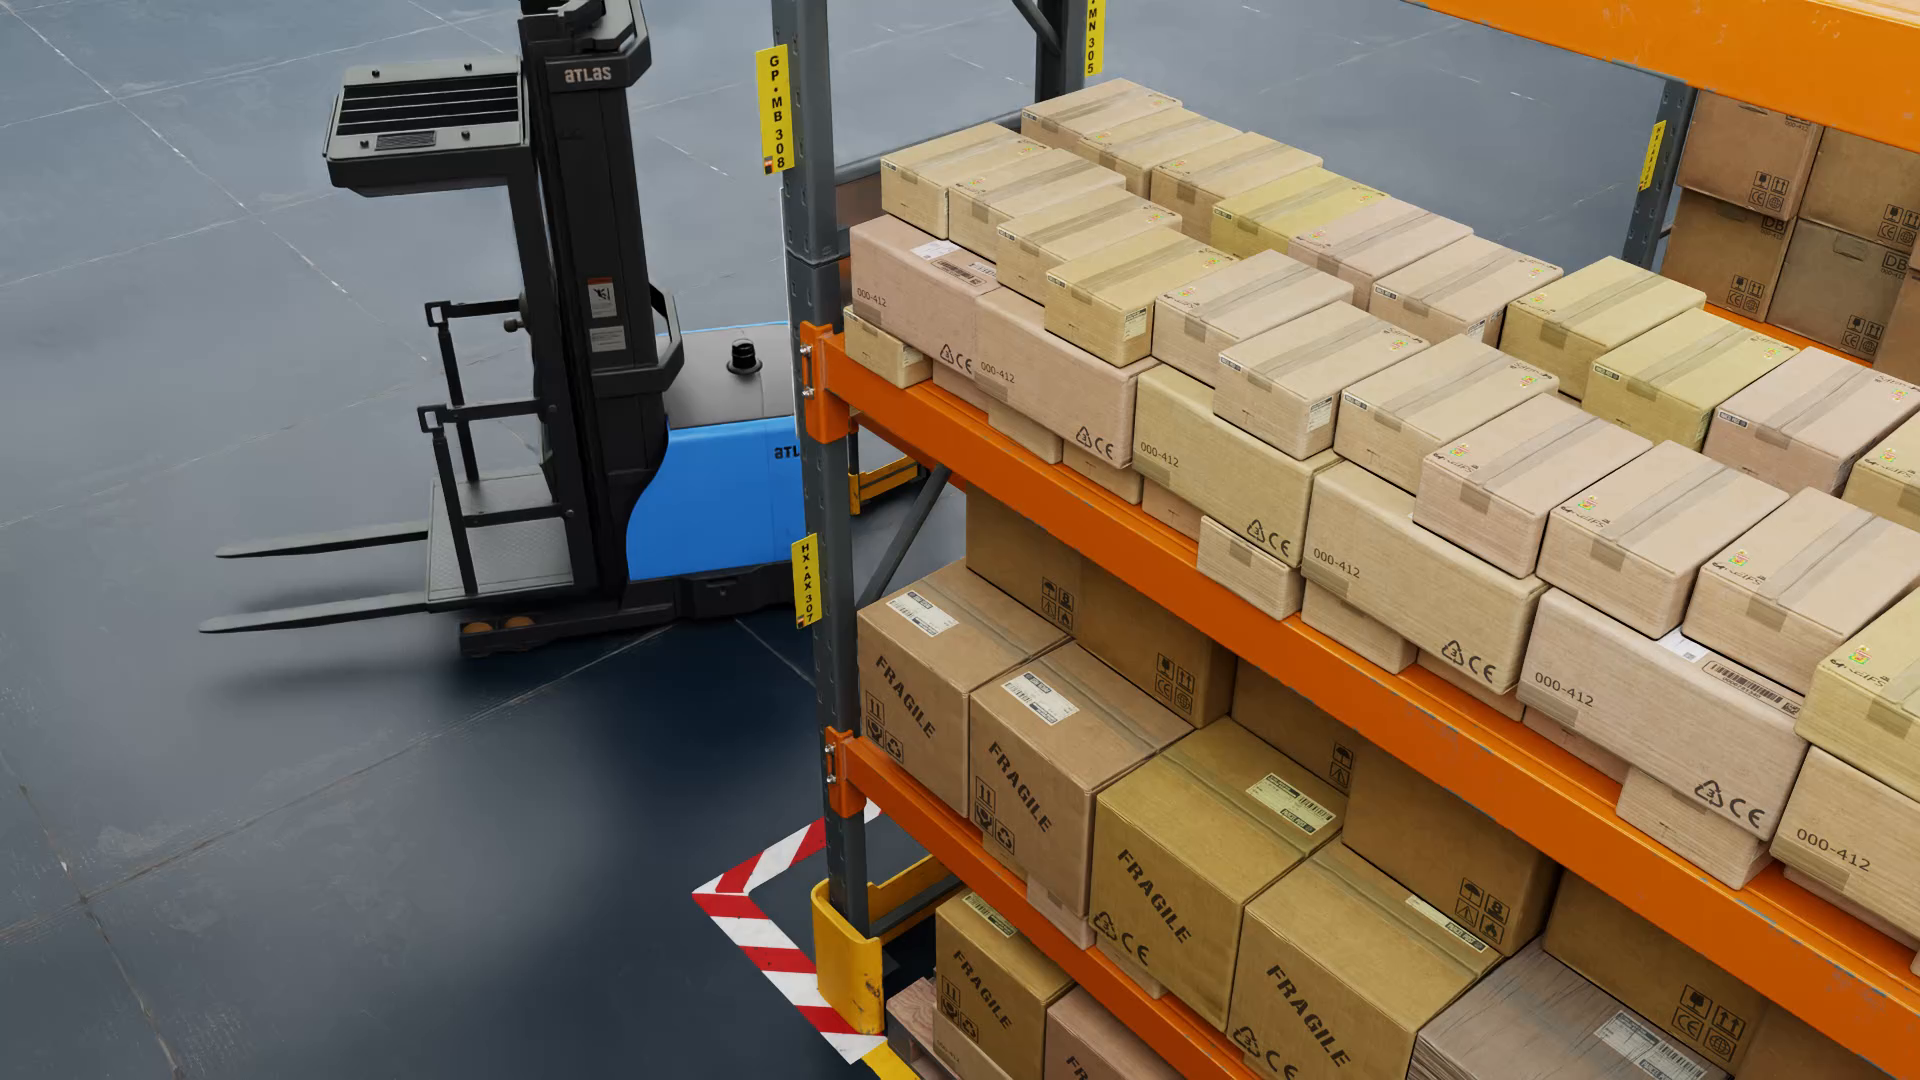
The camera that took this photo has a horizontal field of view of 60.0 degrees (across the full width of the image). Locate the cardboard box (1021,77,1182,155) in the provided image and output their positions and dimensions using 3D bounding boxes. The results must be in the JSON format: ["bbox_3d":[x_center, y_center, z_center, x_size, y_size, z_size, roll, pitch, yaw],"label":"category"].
[{"bbox_3d":[0.389,-1.129,4.582,0.380,0.149,0.250,-26,43,-31],"label":"cardboard box"}]

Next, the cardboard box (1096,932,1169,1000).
[{"bbox_3d":[0.610,1.093,4.730,0.380,0.149,0.250,-25,42,-31],"label":"cardboard box"}]

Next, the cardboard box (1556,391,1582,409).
[{"bbox_3d":[1.471,-0.208,3.627,0.500,0.250,0.500,-26,43,-31],"label":"cardboard box"}]

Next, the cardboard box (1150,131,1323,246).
[{"bbox_3d":[0.705,-0.895,4.252,0.380,0.149,0.250,-27,43,-32],"label":"cardboard box"}]

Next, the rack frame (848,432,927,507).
[{"bbox_3d":[-0.383,-0.874,8.588,0.500,1.500,0.032,-26,43,-32],"label":"rack frame"}]

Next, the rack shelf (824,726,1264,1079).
[{"bbox_3d":[1.236,1.455,4.623,1.077,0.370,4.000,-26,43,-32],"label":"rack shelf"}]

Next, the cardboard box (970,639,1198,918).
[{"bbox_3d":[0.376,0.657,4.785,0.500,0.500,0.500,-25,42,-30],"label":"cardboard box"}]

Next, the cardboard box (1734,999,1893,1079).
[{"bbox_3d":[2.095,0.966,3.483,0.700,0.500,0.500,-26,43,-32],"label":"cardboard box"}]

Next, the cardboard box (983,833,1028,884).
[{"bbox_3d":[0.289,0.862,5.056,0.380,0.149,0.250,-28,44,-33],"label":"cardboard box"}]

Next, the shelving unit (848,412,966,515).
[{"bbox_3d":[-0.049,-0.646,8.265,0.587,1.500,1.083,-26,43,-32],"label":"shelving unit"}]

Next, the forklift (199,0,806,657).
[{"bbox_3d":[-2.113,-0.977,7.495,3.031,2.935,1.130,-8,36,-11],"label":"forklift"}]

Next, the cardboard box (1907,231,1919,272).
[{"bbox_3d":[4.554,-1.429,7.010,0.875,0.550,0.550,-26,43,-32],"label":"cardboard box"}]

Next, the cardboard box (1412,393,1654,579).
[{"bbox_3d":[1.082,-0.110,3.143,0.380,0.149,0.250,-25,43,-31],"label":"cardboard box"}]

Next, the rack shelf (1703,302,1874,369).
[{"bbox_3d":[4.952,-0.436,7.293,1.077,0.370,4.000,-26,43,-32],"label":"rack shelf"}]

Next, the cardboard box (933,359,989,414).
[{"bbox_3d":[0.149,-0.493,4.374,0.380,0.149,0.250,-28,44,-33],"label":"cardboard box"}]

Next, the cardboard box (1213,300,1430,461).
[{"bbox_3d":[0.752,-0.338,3.466,0.380,0.149,0.250,-25,42,-31],"label":"cardboard box"}]

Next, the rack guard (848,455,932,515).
[{"bbox_3d":[-0.371,-0.356,8.937,0.587,0.250,0.087,-26,43,-32],"label":"rack guard"}]

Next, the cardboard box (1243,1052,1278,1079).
[{"bbox_3d":[0.974,1.315,4.417,0.380,0.149,0.250,-27,44,-33],"label":"cardboard box"}]

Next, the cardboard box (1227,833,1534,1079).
[{"bbox_3d":[1.040,1.103,4.155,0.500,0.500,0.500,-27,43,-33],"label":"cardboard box"}]

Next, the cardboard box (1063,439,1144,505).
[{"bbox_3d":[0.472,-0.263,4.049,0.380,0.149,0.250,-26,43,-32],"label":"cardboard box"}]

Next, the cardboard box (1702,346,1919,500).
[{"bbox_3d":[1.690,-0.218,3.295,0.380,0.149,0.250,-27,43,-32],"label":"cardboard box"}]

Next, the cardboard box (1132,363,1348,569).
[{"bbox_3d":[0.736,-0.239,3.671,0.500,0.250,0.500,-25,42,-31],"label":"cardboard box"}]

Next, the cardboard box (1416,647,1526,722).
[{"bbox_3d":[1.165,0.180,3.424,0.380,0.149,0.250,-26,43,-32],"label":"cardboard box"}]

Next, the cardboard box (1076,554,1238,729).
[{"bbox_3d":[0.762,0.079,4.736,0.700,0.500,0.500,-26,43,-31],"label":"cardboard box"}]

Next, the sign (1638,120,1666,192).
[{"bbox_3d":[3.233,-1.793,7.771,0.100,0.325,0.005,-26,43,-32],"label":"sign"}]

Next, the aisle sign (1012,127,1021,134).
[{"bbox_3d":[0.127,-0.918,5.102,0.394,0.787,0.004,-26,43,-32],"label":"aisle sign"}]

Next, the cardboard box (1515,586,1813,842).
[{"bbox_3d":[1.391,0.213,3.033,0.500,0.250,0.500,-27,43,-32],"label":"cardboard box"}]

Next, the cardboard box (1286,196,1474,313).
[{"bbox_3d":[0.981,-0.653,3.910,0.380,0.149,0.250,-26,43,-32],"label":"cardboard box"}]

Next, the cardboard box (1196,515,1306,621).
[{"bbox_3d":[0.748,-0.006,3.687,0.380,0.149,0.250,-25,43,-31],"label":"cardboard box"}]

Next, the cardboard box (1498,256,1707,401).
[{"bbox_3d":[1.404,-0.465,3.644,0.380,0.149,0.250,-25,42,-31],"label":"cardboard box"}]

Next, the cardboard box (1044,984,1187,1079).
[{"bbox_3d":[0.611,1.622,5.132,0.500,0.500,0.500,-28,44,-33],"label":"cardboard box"}]

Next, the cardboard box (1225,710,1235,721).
[{"bbox_3d":[0.825,0.476,5.040,0.500,0.500,0.500,-26,43,-32],"label":"cardboard box"}]

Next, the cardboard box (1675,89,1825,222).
[{"bbox_3d":[3.871,-1.936,7.725,0.875,0.550,0.550,-26,43,-32],"label":"cardboard box"}]

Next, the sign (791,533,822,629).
[{"bbox_3d":[-0.469,0.128,5.126,0.100,0.325,0.005,-26,43,-32],"label":"sign"}]

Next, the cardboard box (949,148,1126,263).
[{"bbox_3d":[0.193,-0.830,4.160,0.380,0.149,0.250,-26,43,-32],"label":"cardboard box"}]

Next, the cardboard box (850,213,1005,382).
[{"bbox_3d":[0.066,-0.684,4.299,0.500,0.250,0.500,-27,43,-33],"label":"cardboard box"}]

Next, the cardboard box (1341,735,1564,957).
[{"bbox_3d":[1.386,0.538,4.088,0.700,0.500,0.500,-26,43,-32],"label":"cardboard box"}]

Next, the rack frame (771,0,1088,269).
[{"bbox_3d":[-0.055,-2.170,3.928,1.000,3.000,0.127,-26,43,-32],"label":"rack frame"}]

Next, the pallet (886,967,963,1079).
[{"bbox_3d":[0.491,1.822,5.896,1.003,0.211,1.213,-26,43,-32],"label":"pallet"}]

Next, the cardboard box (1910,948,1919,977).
[{"bbox_3d":[1.811,0.649,2.761,0.380,0.149,0.250,-26,43,-31],"label":"cardboard box"}]

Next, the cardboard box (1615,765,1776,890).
[{"bbox_3d":[1.437,0.438,3.060,0.380,0.149,0.250,-25,42,-31],"label":"cardboard box"}]

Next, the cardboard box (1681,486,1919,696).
[{"bbox_3d":[1.471,0.085,2.868,0.380,0.149,0.250,-27,43,-33],"label":"cardboard box"}]

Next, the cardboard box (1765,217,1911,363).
[{"bbox_3d":[4.307,-1.292,7.750,0.875,0.550,0.550,-26,43,-32],"label":"cardboard box"}]

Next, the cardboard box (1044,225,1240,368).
[{"bbox_3d":[0.413,-0.558,3.776,0.380,0.149,0.250,-26,43,-32],"label":"cardboard box"}]
